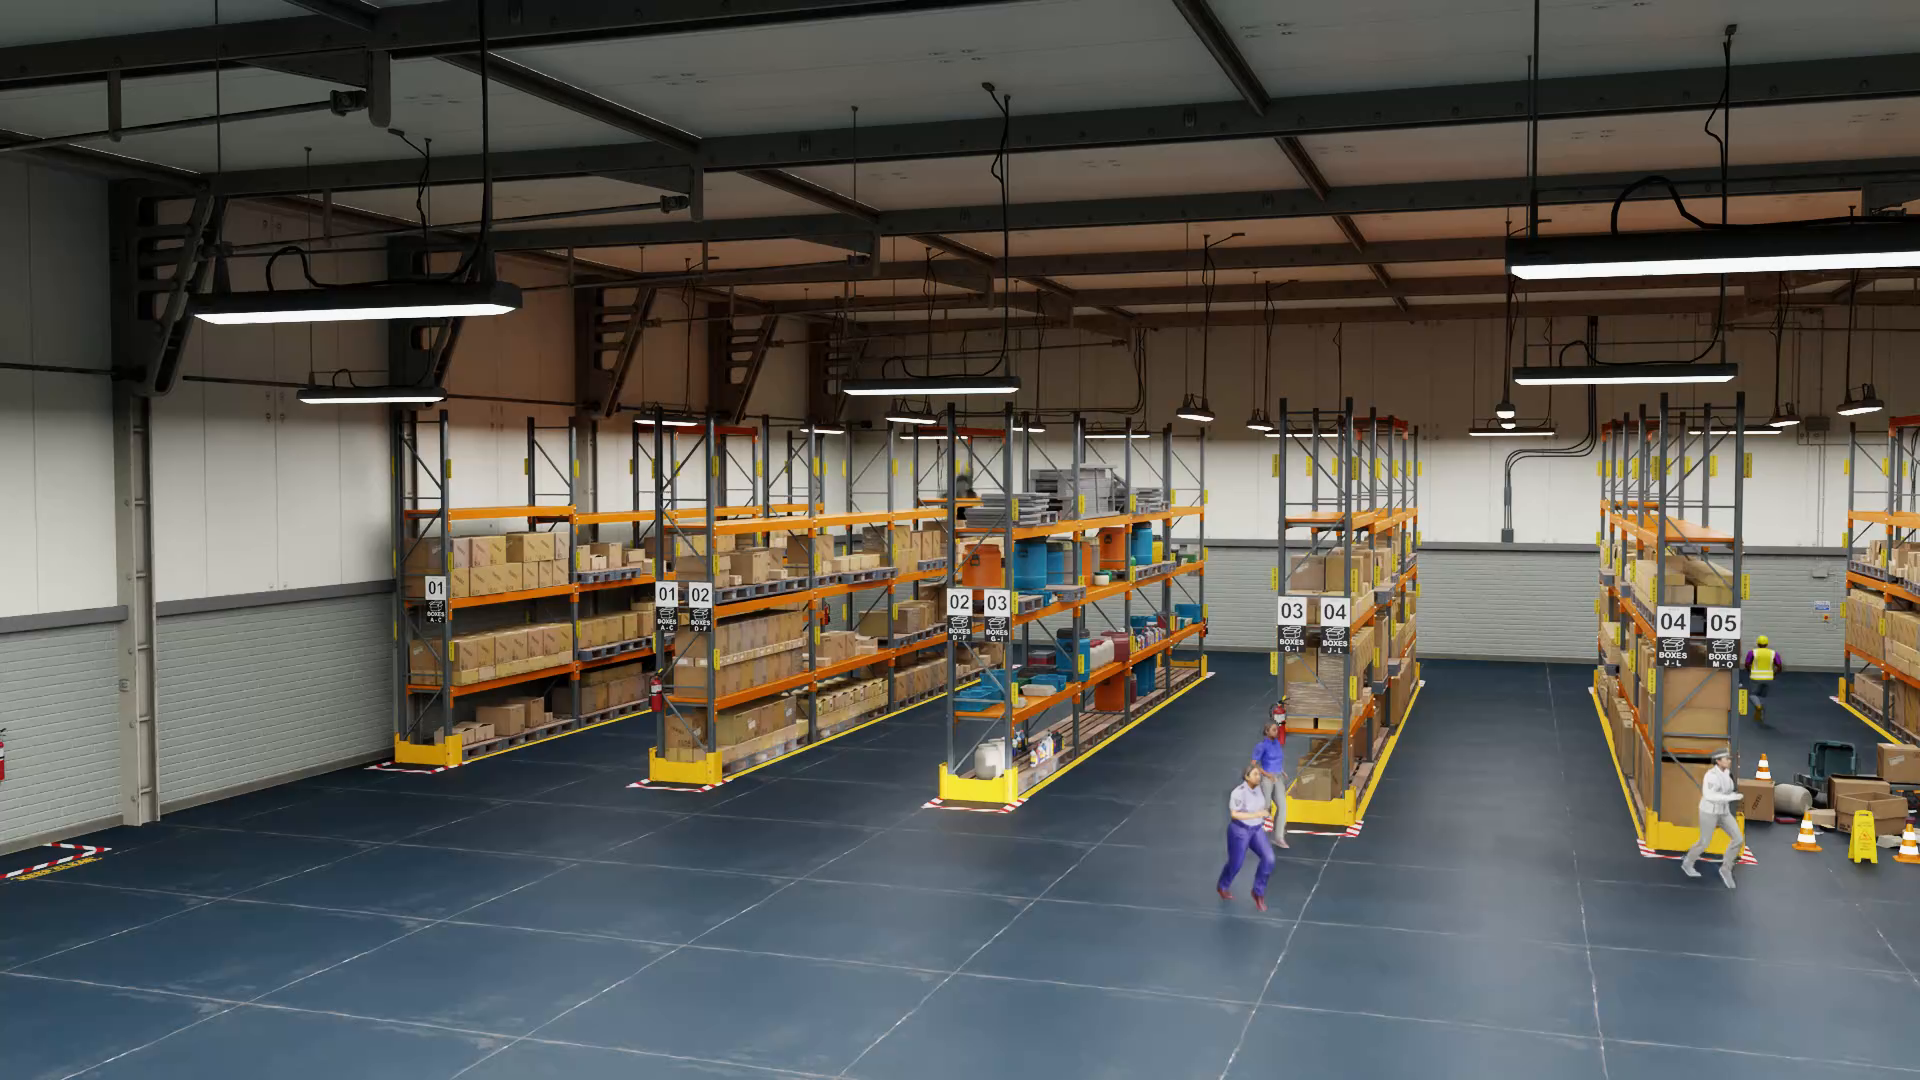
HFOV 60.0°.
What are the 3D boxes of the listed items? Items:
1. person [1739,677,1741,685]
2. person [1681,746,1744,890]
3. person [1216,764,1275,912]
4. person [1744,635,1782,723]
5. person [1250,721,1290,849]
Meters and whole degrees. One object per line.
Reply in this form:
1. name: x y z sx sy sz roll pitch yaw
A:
1. person: 17.553 2.568 38.040 0.638 1.595 0.517 0 2 0
2. person: 9.051 3.306 19.978 0.638 1.712 0.814 -2 3 -33
3. person: 3.245 3.377 18.971 0.627 1.678 0.821 -2 3 -37
4. person: 15.791 2.736 32.734 0.686 1.722 0.589 1 3 12
5. person: 4.130 3.241 22.207 0.609 1.642 0.883 -2 3 -35
